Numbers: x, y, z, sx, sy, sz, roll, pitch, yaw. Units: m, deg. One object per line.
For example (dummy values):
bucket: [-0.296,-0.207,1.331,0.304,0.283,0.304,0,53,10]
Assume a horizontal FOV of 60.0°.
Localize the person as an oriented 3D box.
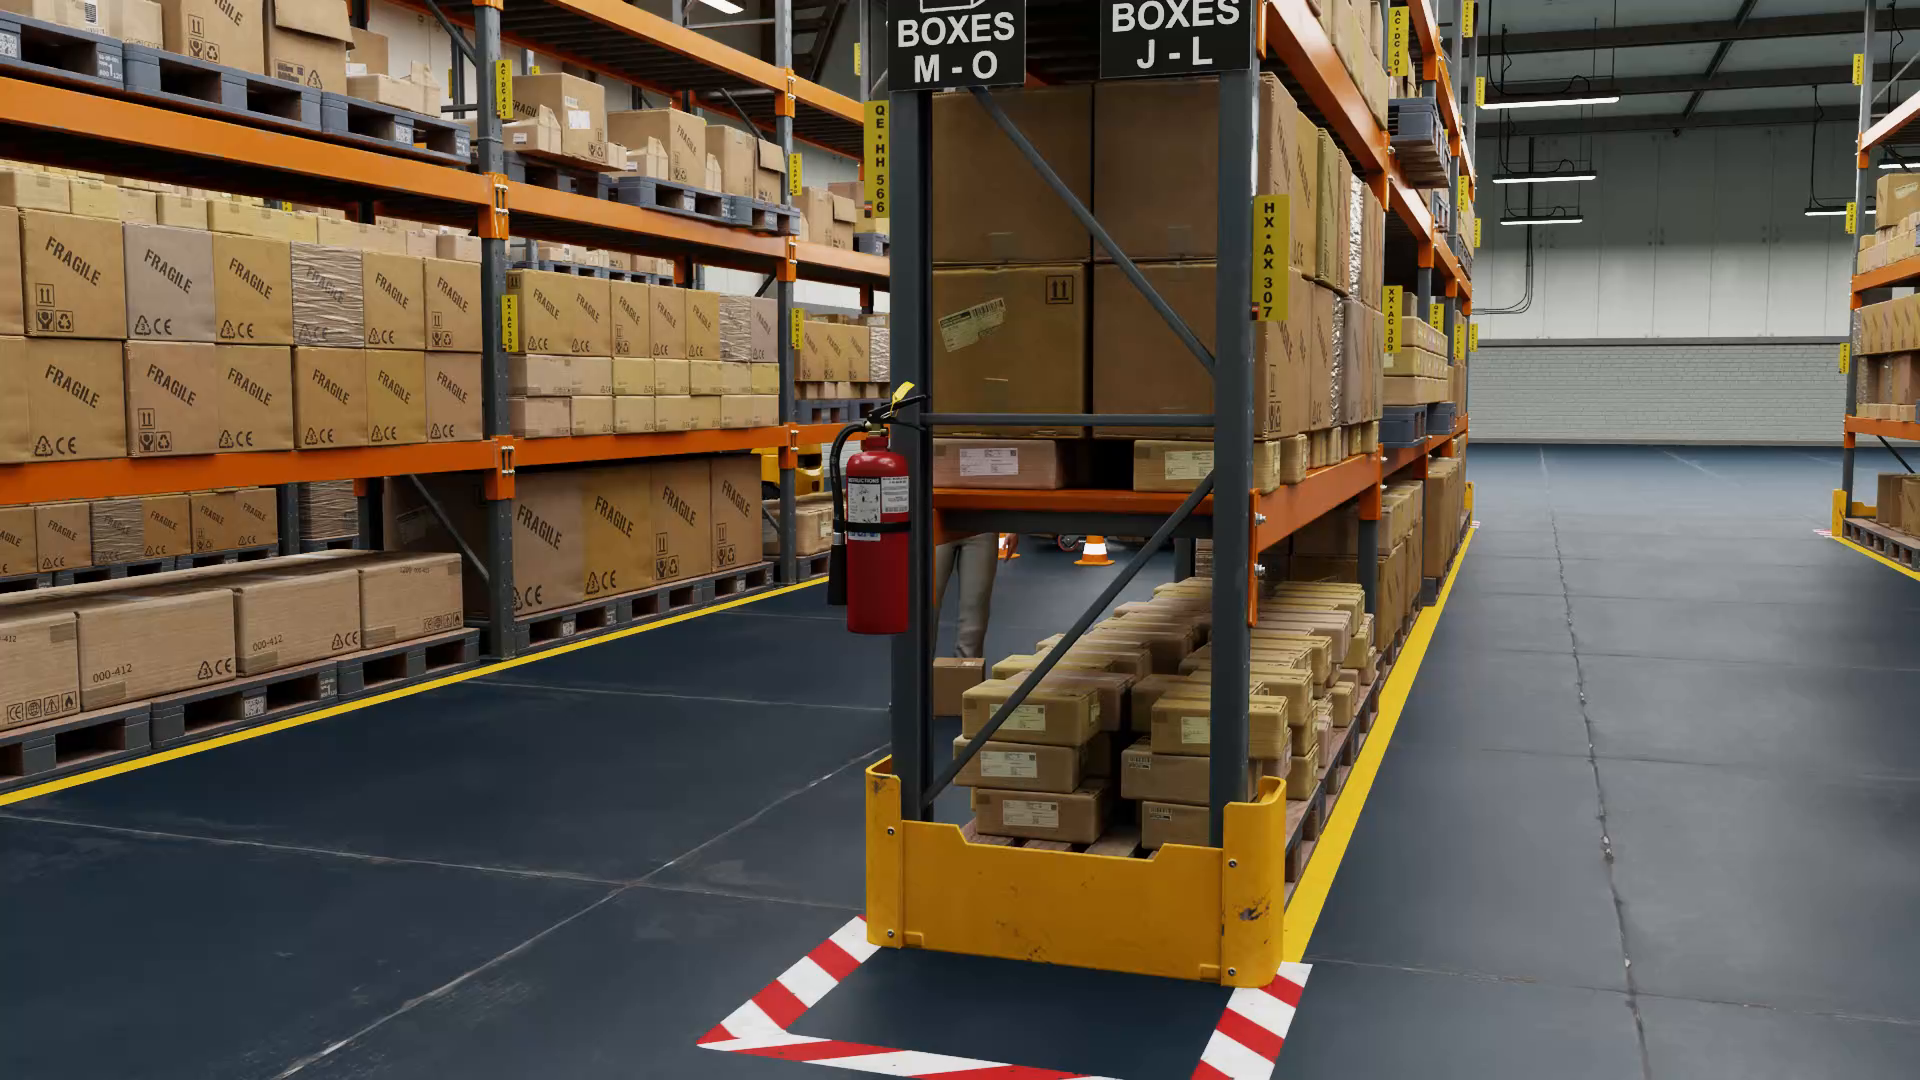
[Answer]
person: [-0.017,-0.062,8.385,0.641,1.778,0.573,0,5,5]
